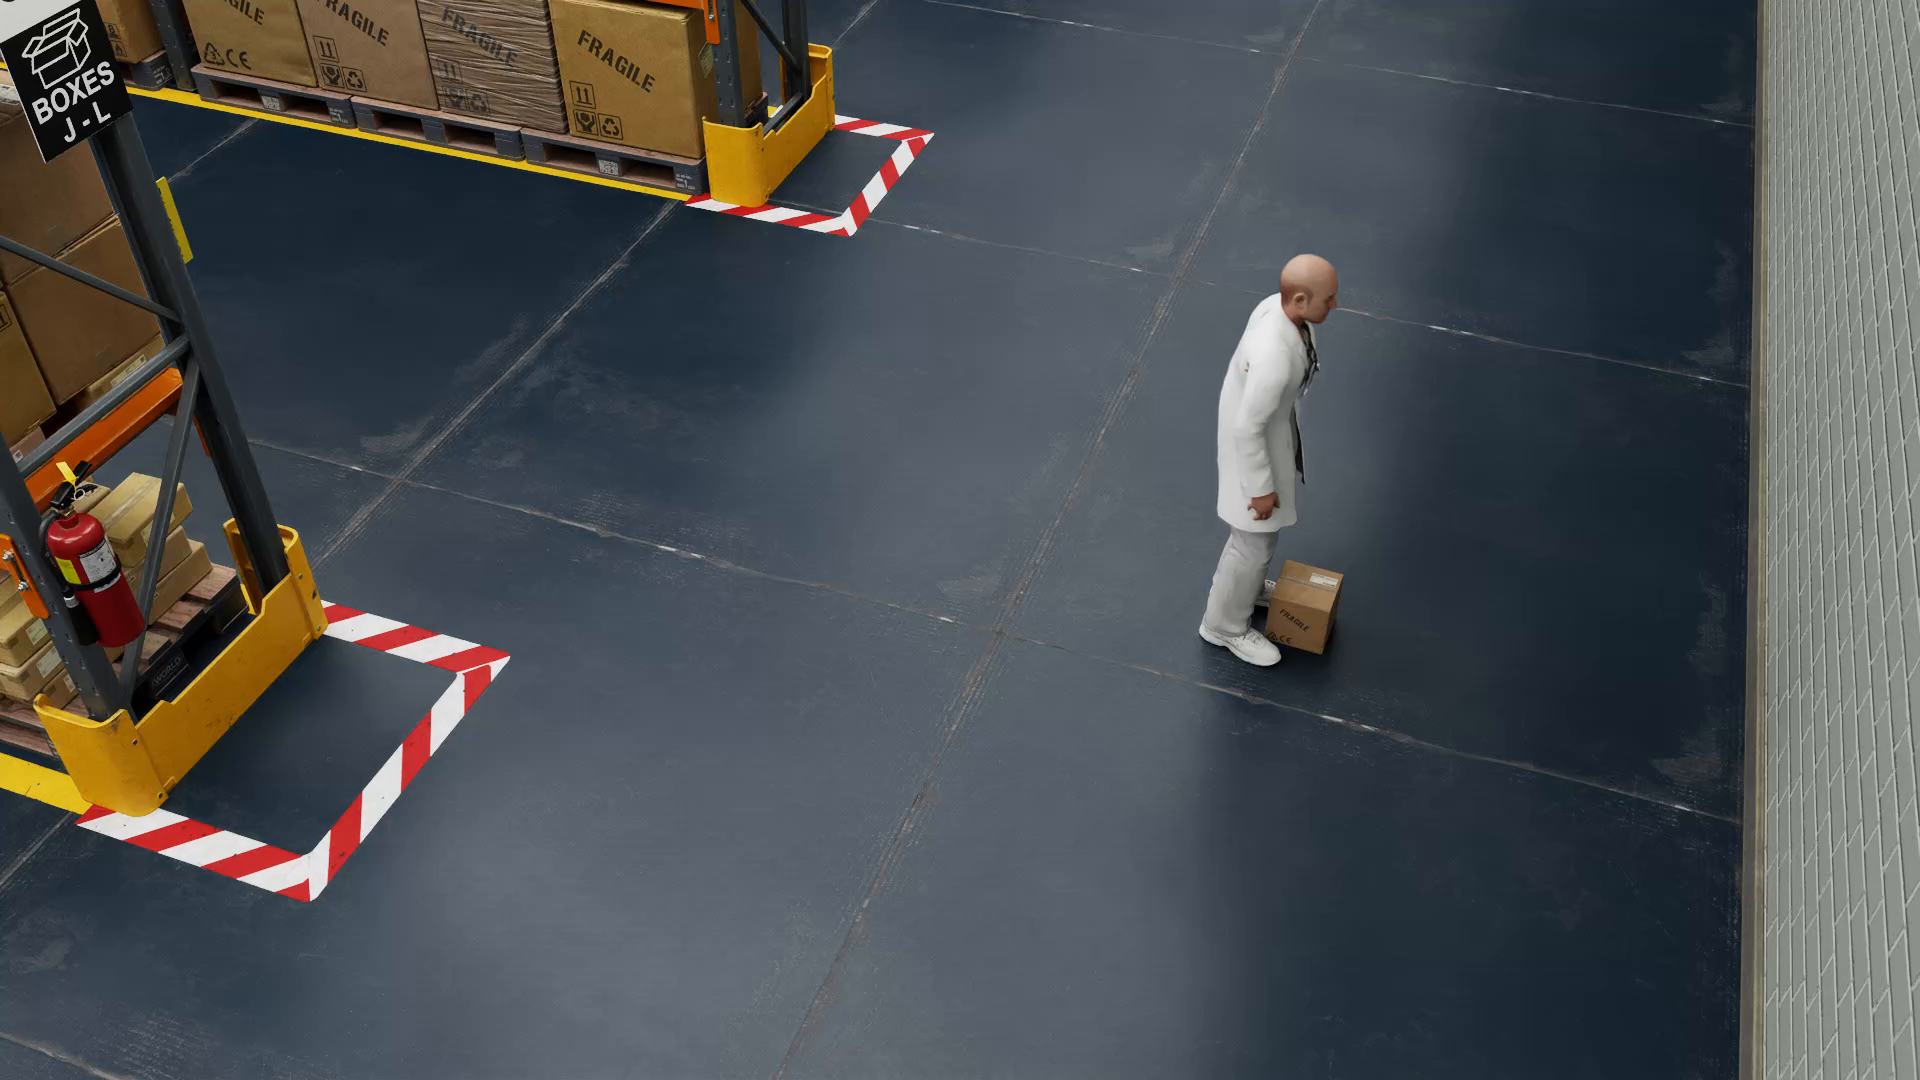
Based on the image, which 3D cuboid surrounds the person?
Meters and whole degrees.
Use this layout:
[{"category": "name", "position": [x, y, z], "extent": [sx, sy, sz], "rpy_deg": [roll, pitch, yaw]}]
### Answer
[{"category": "person", "position": [1.216, -0.344, 6.566], "extent": [0.421, 1.774, 0.642], "rpy_deg": [13, 43, 15]}]
